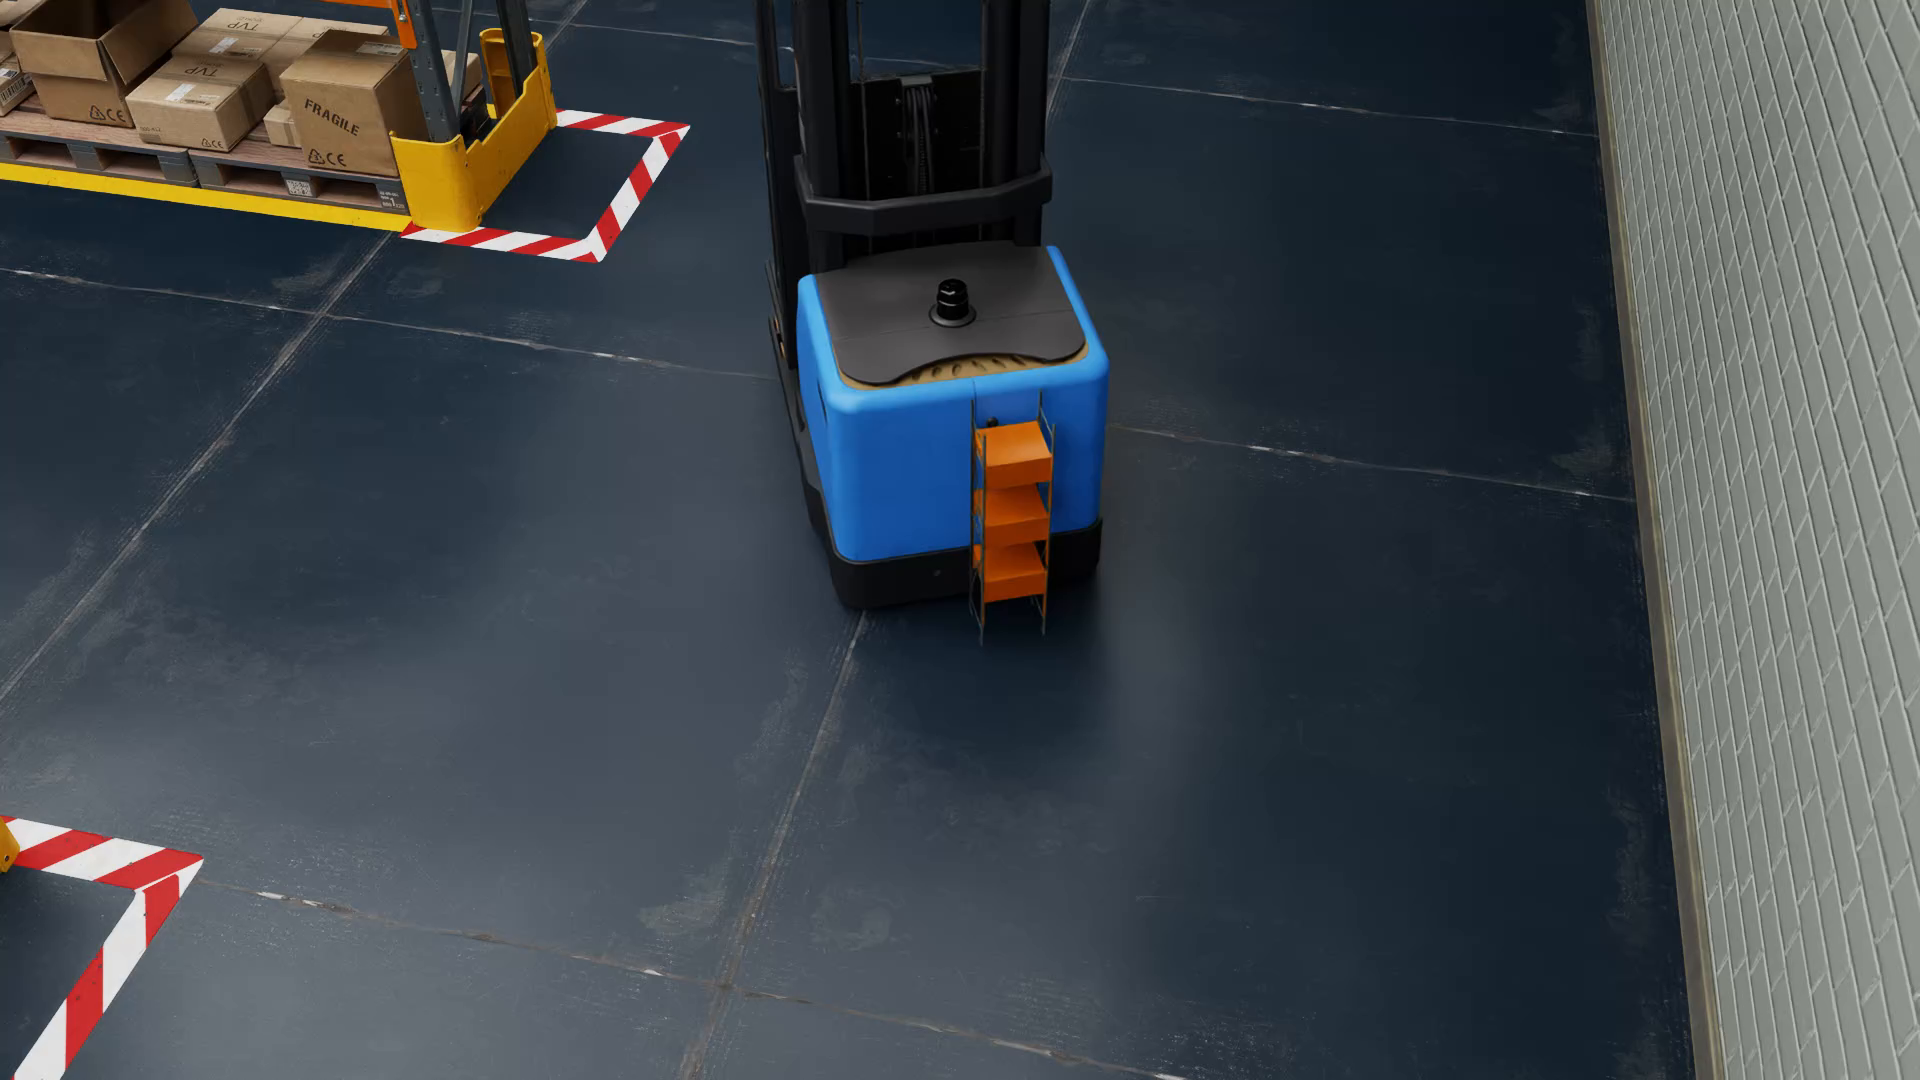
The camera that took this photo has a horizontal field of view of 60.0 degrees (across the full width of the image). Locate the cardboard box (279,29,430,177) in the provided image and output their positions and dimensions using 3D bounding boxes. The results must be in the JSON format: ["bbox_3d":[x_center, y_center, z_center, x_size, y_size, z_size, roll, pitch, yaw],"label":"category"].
[{"bbox_3d":[-3.001,-2.198,8.356,0.500,0.500,0.500,9,45,9],"label":"cardboard box"}]

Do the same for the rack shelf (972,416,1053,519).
[{"bbox_3d":[0.182,-0.256,5.865,0.240,0.259,0.215,-9,45,-9],"label":"rack shelf"}]

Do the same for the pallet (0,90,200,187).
[{"bbox_3d":[-4.456,-2.337,9.026,1.213,0.211,1.003,9,45,9],"label":"pallet"}]

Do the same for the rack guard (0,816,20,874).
[{"bbox_3d":[-3.475,1.223,5.119,0.348,0.500,1.175,9,45,9],"label":"rack guard"}]

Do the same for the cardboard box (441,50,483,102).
[{"bbox_3d":[-2.750,-2.452,8.873,0.250,0.149,0.380,9,45,9],"label":"cardboard box"}]

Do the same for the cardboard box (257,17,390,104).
[{"bbox_3d":[-3.373,-2.542,8.894,0.500,0.250,0.500,9,45,9],"label":"cardboard box"}]

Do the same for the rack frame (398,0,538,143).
[{"bbox_3d":[-2.416,-3.024,7.729,0.127,3.000,1.000,9,45,9],"label":"rack frame"}]

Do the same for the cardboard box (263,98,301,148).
[{"bbox_3d":[-3.376,-2.200,8.598,0.250,0.166,0.380,9,45,9],"label":"cardboard box"}]

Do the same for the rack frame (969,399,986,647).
[{"bbox_3d":[0.063,-0.040,6.035,0.008,1.050,0.200,-9,45,-9],"label":"rack frame"}]

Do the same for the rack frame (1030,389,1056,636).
[{"bbox_3d":[0.301,-0.078,6.074,0.008,1.050,0.200,-9,45,-9],"label":"rack frame"}]

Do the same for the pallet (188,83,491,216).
[{"bbox_3d":[-3.269,-2.151,8.833,1.213,0.211,1.003,9,45,9],"label":"pallet"}]

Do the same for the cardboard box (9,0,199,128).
[{"bbox_3d":[-4.485,-2.608,8.780,0.637,0.503,0.797,9,45,9],"label":"cardboard box"}]

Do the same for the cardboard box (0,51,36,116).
[{"bbox_3d":[-5.111,-2.434,8.841,0.250,0.166,0.380,9,45,9],"label":"cardboard box"}]

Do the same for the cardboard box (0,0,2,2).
[{"bbox_3d":[-5.702,-2.994,9.183,0.500,0.500,0.500,9,45,9],"label":"cardboard box"}]

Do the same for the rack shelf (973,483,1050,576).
[{"bbox_3d":[0.182,-0.052,6.062,0.240,0.259,0.215,-9,45,-9],"label":"rack shelf"}]

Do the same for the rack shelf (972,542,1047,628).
[{"bbox_3d":[0.182,0.149,6.255,0.240,0.259,0.215,-9,45,-9],"label":"rack shelf"}]

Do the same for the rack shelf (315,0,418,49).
[{"bbox_3d":[-4.368,-3.068,8.293,4.000,0.370,1.077,9,45,9],"label":"rack shelf"}]

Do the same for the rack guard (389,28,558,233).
[{"bbox_3d":[-2.491,-2.135,8.608,0.348,0.500,1.175,9,45,9],"label":"rack guard"}]

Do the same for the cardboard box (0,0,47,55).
[{"bbox_3d":[-4.970,-2.812,9.130,0.500,0.311,0.500,9,45,9],"label":"cardboard box"}]

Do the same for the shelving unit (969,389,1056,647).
[{"bbox_3d":[0.182,-0.059,6.054,0.252,1.050,0.215,-9,45,-9],"label":"shelving unit"}]

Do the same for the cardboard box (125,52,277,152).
[{"bbox_3d":[-3.921,-2.272,8.613,0.500,0.250,0.500,9,45,9],"label":"cardboard box"}]

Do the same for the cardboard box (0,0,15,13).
[{"bbox_3d":[-5.323,-2.851,9.287,0.250,0.149,0.380,9,45,9],"label":"cardboard box"}]

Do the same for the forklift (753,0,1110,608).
[{"bbox_3d":[-0.260,-1.831,6.539,1.130,2.935,3.031,-8,45,-9],"label":"forklift"}]

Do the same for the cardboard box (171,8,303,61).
[{"bbox_3d":[-3.861,-2.618,8.972,0.500,0.250,0.500,9,45,9],"label":"cardboard box"}]
